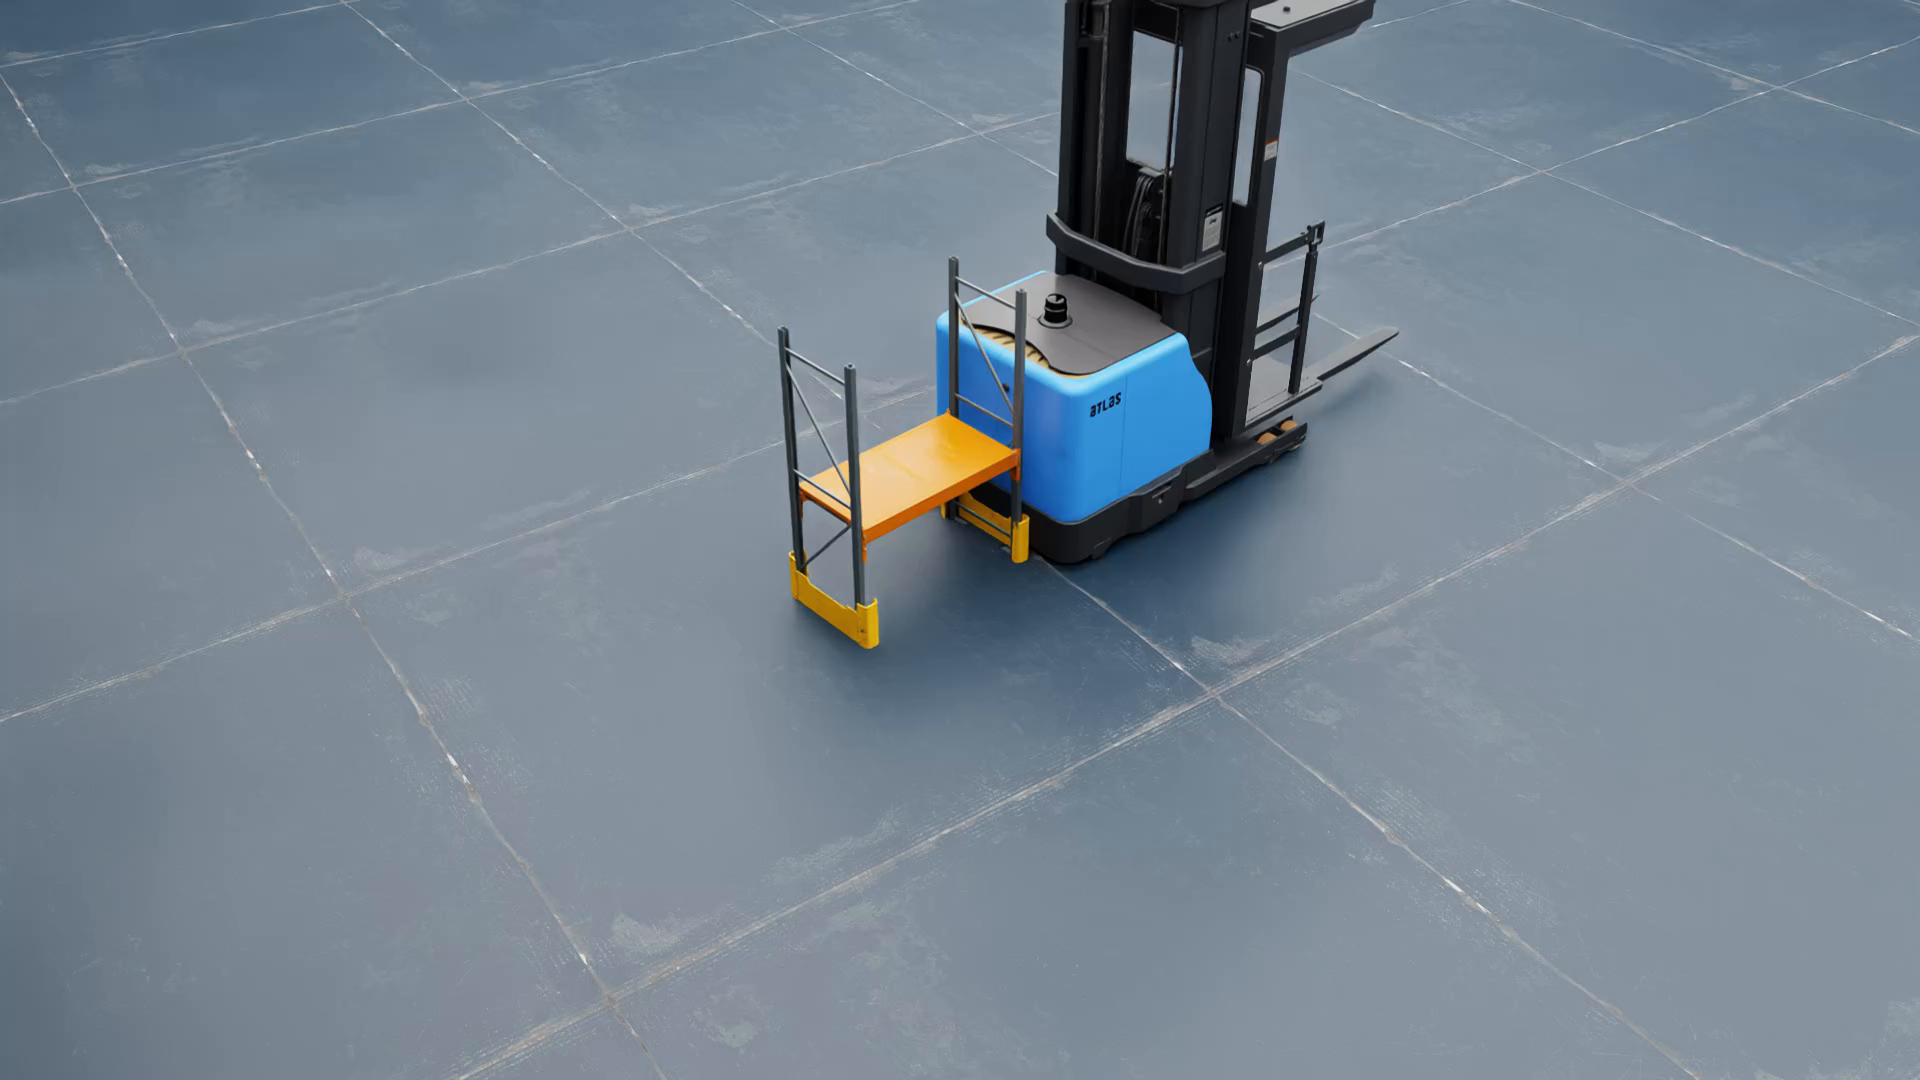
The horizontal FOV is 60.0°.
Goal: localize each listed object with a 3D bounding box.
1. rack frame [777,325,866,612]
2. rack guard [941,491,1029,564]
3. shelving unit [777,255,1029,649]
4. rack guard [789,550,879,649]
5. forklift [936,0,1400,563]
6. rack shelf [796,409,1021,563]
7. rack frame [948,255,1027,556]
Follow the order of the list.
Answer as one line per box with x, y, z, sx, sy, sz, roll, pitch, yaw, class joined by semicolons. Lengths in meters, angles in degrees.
-0.620;-0.222;7.587;0.032;1.500;0.500;-28;44;-34;rack frame
0.124;-0.118;8.514;0.087;0.250;0.587;-28;44;-34;rack guard
-0.241;-0.428;7.873;1.083;1.500;0.587;-28;44;-34;shelving unit
-0.606;0.278;7.963;0.087;0.250;0.587;-28;44;-34;rack guard
1.290;-1.812;8.573;3.031;2.935;1.130;-28;44;-33;forklift
-0.248;-0.278;7.973;1.000;0.185;0.538;-28;44;-34;rack shelf
0.124;-0.626;8.149;0.032;1.500;0.500;-28;44;-34;rack frame
